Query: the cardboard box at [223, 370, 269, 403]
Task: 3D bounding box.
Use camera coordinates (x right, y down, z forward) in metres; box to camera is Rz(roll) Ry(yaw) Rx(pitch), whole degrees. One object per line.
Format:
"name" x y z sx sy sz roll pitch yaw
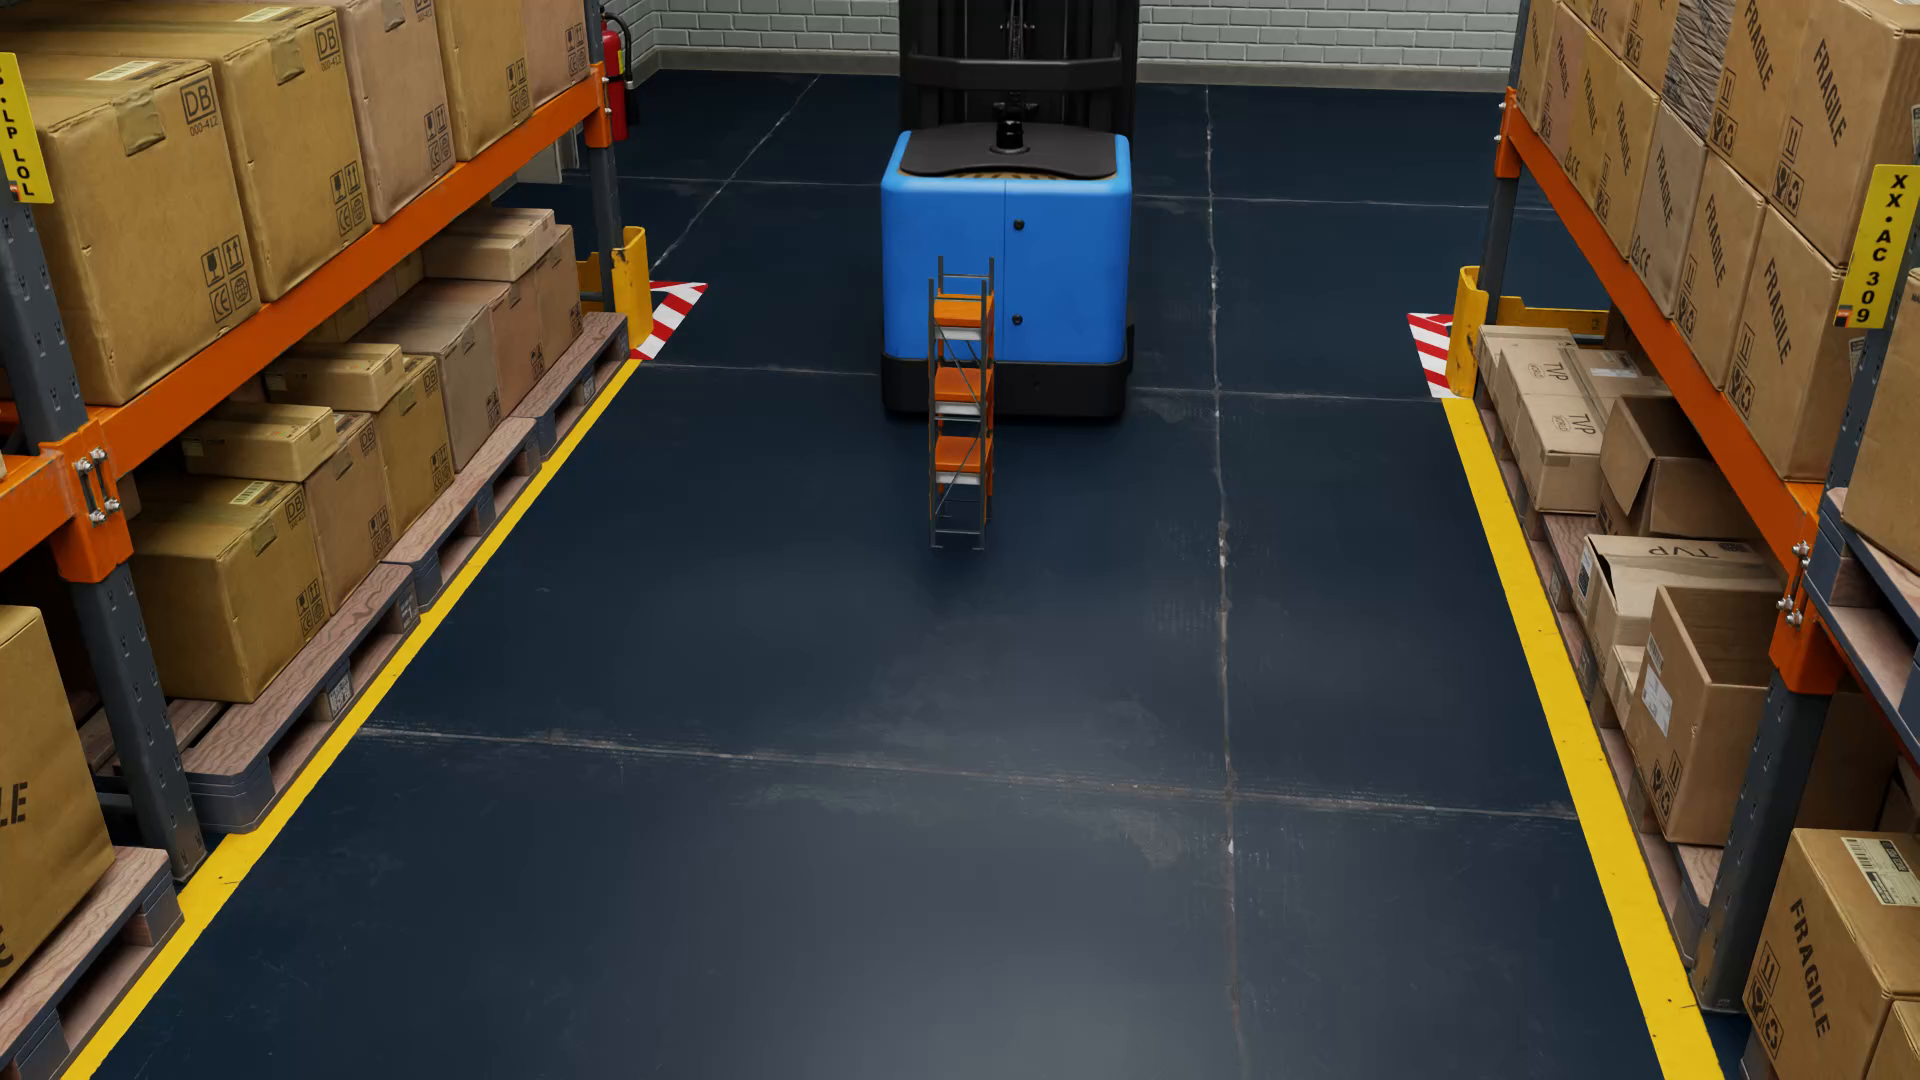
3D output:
"cardboard box" -2.519 -0.474 5.476 0.380 0.149 0.250 2 28 5

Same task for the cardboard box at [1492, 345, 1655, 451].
"cardboard box" 2.406 -0.548 6.539 0.500 0.250 0.500 3 28 6

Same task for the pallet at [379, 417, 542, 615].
"pallet" -2.274 -0.144 6.295 1.003 0.211 1.213 3 28 6

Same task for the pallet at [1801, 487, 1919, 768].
"pallet" 2.119 0.298 2.737 1.003 0.211 1.213 3 28 6

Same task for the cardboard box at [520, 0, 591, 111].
"cardboard box" -2.154 -2.217 6.886 0.980 0.700 0.700 5 29 9

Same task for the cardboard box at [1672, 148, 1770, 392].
"cardboard box" 2.194 -0.693 4.269 0.500 0.500 0.500 4 29 8

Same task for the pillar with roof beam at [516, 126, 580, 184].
"pillar with roof beam" 1.643 -6.037 7.969 9.100 9.000 0.400 3 28 6

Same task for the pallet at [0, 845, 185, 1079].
"pallet" -2.611 1.153 3.888 1.003 0.211 1.213 3 28 6

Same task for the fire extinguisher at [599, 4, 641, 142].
"fire extinguisher" -1.625 -2.171 7.592 0.296 0.674 0.183 3 28 6

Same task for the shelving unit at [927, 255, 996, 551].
"shelving unit" 0.007 -0.487 6.048 0.215 1.050 0.252 3 28 6

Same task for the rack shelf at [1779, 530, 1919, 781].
"rack shelf" 2.080 1.102 1.801 1.077 0.370 4.000 3 28 6

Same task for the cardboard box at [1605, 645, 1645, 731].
"cardboard box" 2.100 0.440 4.812 0.380 0.149 0.250 3 28 6

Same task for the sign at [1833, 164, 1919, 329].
"sign" 1.786 -0.565 3.224 0.100 0.325 0.005 3 28 6

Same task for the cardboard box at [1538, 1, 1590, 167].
"cardboard box" 2.441 -1.647 6.038 0.500 0.500 0.500 3 28 6

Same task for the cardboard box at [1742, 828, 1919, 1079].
"cardboard box" 2.024 0.964 3.470 0.500 0.500 0.500 2 28 4

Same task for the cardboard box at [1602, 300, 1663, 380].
"cardboard box" 2.993 -0.862 6.859 0.500 0.500 0.500 3 28 6

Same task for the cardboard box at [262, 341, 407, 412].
"cardboard box" -2.111 -0.555 5.626 0.380 0.149 0.250 3 28 5

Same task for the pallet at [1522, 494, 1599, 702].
"pallet" 2.557 0.172 5.708 1.003 0.211 1.213 3 28 6

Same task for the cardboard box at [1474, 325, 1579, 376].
"cardboard box" 2.423 -0.801 7.116 0.380 0.149 0.250 3 28 6

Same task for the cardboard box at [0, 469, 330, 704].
"cardboard box" -2.398 0.127 5.044 0.700 0.500 0.500 4 29 7

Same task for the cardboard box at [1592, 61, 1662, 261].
"cardboard box" 2.314 -1.175 5.163 0.500 0.500 0.500 4 29 7

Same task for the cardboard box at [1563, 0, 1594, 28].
"cardboard box" 2.443 -2.083 5.795 0.500 0.500 0.500 4 29 7

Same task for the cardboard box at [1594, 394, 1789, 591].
"cardboard box" 2.550 -0.136 5.507 0.797 0.503 0.637 3 28 6

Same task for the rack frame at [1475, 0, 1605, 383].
"rack frame" 2.815 -2.039 6.873 1.000 3.000 0.127 3 28 6

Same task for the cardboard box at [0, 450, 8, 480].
"cardboard box" -2.352 -0.165 3.638 0.380 0.149 0.250 4 29 7

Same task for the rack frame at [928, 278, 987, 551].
"rack frame" -0.008 -0.430 5.941 0.200 1.050 0.008 3 28 6

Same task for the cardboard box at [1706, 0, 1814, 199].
"cardboard box" 2.190 -1.135 4.034 0.500 0.500 0.500 3 28 5

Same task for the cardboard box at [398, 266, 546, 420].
"cardboard box" -2.149 -0.839 6.837 0.700 0.500 0.500 3 28 6

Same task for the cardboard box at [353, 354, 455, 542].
"cardboard box" -2.268 -0.351 5.931 0.700 0.500 0.500 4 29 7

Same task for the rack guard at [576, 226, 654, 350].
"rack guard" -2.099 -1.236 8.017 1.175 0.500 0.348 3 28 6

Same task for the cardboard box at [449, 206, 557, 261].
"cardboard box" -1.923 -1.289 6.989 0.380 0.149 0.250 3 28 6

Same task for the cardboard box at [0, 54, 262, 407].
"cardboard box" -2.509 -0.829 4.310 0.980 0.700 0.700 4 29 7

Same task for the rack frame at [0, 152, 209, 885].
"rack frame" -2.592 -0.442 3.909 1.000 3.000 0.127 3 28 6

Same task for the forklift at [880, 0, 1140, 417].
"forklift" 0.284 -2.479 7.762 1.130 2.935 3.031 2 28 4

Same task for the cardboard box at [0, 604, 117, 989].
"cardboard box" -2.542 0.633 3.737 0.750 0.750 0.750 4 29 7

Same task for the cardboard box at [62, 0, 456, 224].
"cardboard box" -2.335 -1.515 5.584 0.980 0.700 0.700 2 28 4

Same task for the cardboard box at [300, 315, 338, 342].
"cardboard box" -2.456 -0.714 5.922 0.380 0.149 0.250 3 28 5

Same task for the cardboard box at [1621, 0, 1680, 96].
"cardboard box" 2.315 -1.609 4.914 0.500 0.500 0.500 3 28 6

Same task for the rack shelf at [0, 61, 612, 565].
"rack shelf" -2.347 -1.067 5.827 1.077 0.370 4.000 3 28 6

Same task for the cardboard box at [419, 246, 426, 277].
"cardboard box" -2.332 -1.192 6.809 0.380 0.149 0.250 3 29 6

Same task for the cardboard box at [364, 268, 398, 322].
"cardboard box" -2.394 -0.954 6.368 0.380 0.149 0.250 4 29 7

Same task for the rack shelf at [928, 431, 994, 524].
"rack shelf" 0.007 -0.233 6.185 0.215 0.259 0.240 3 28 6
